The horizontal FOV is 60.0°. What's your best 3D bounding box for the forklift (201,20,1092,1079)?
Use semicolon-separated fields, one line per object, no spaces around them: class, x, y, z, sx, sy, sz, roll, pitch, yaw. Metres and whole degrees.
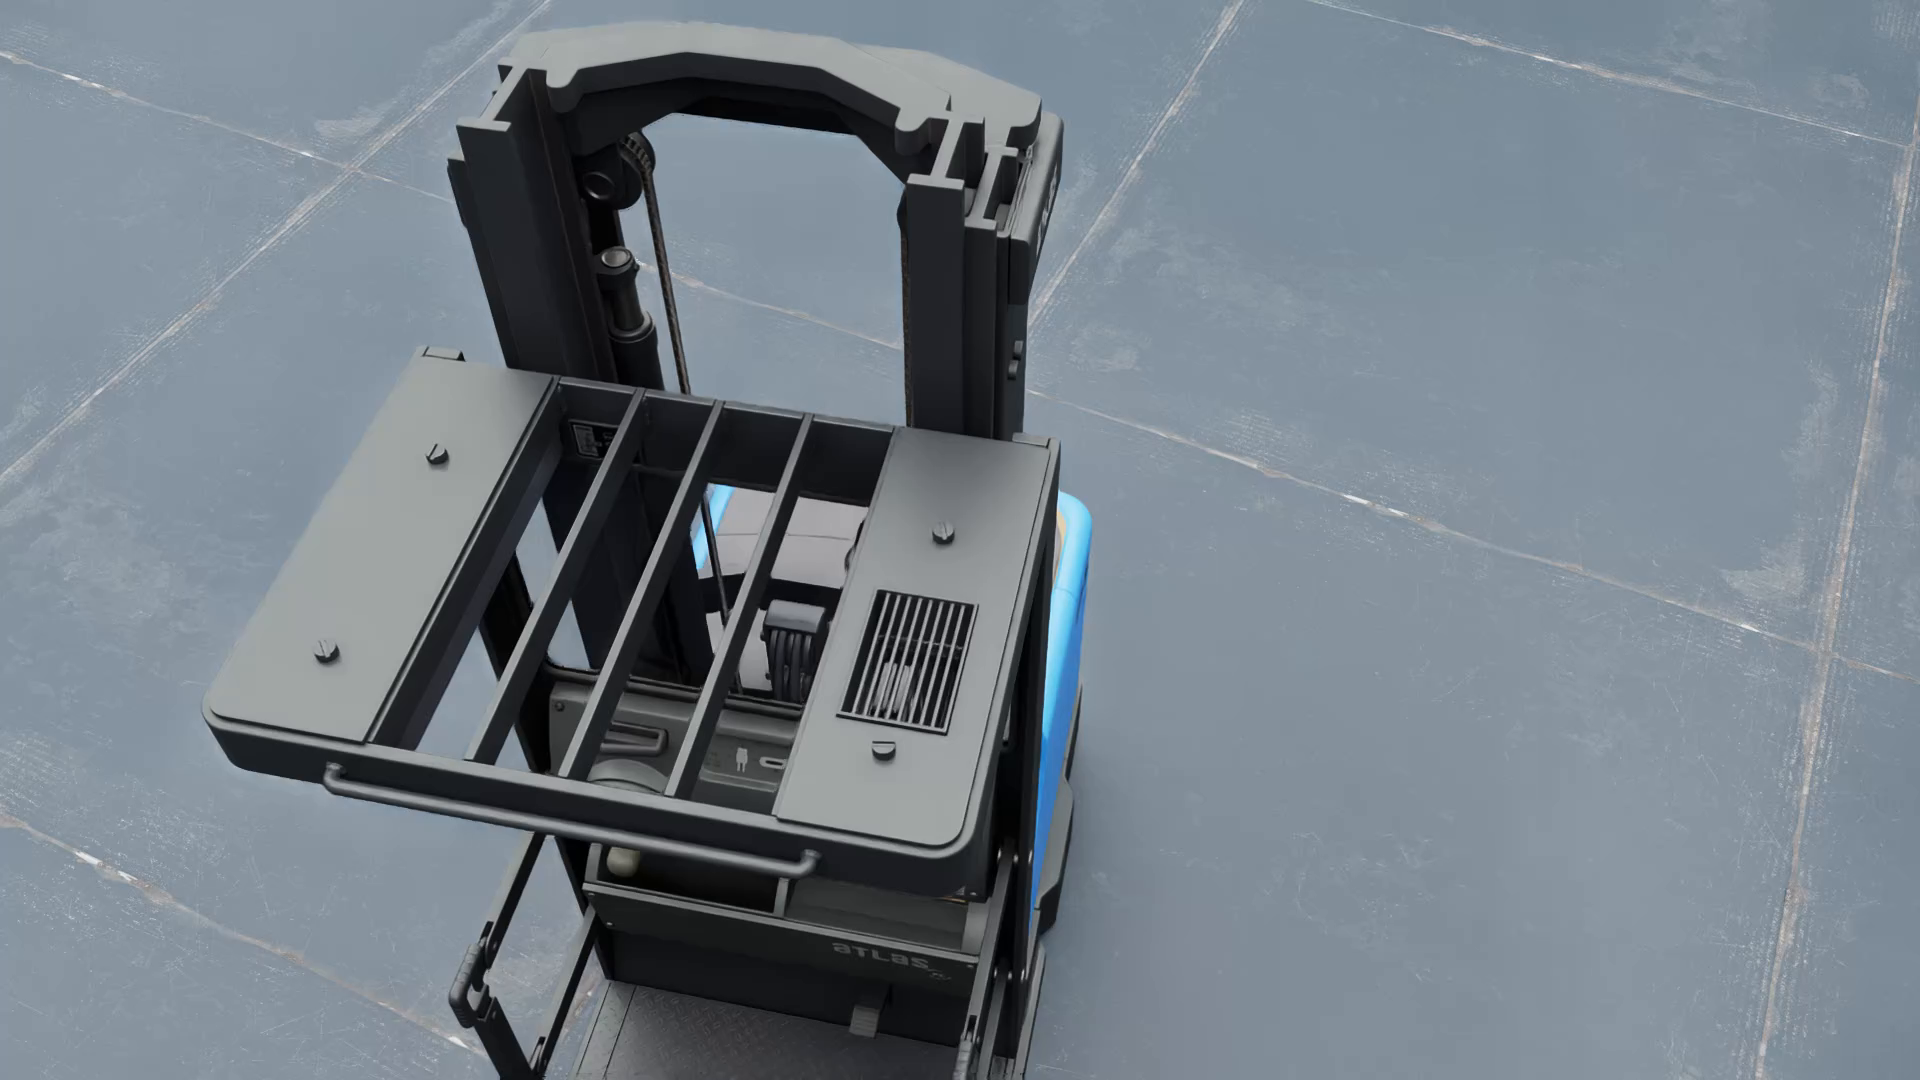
forklift;-0.431;0.652;3.271;1.130;2.935;3.031;9;50;7
